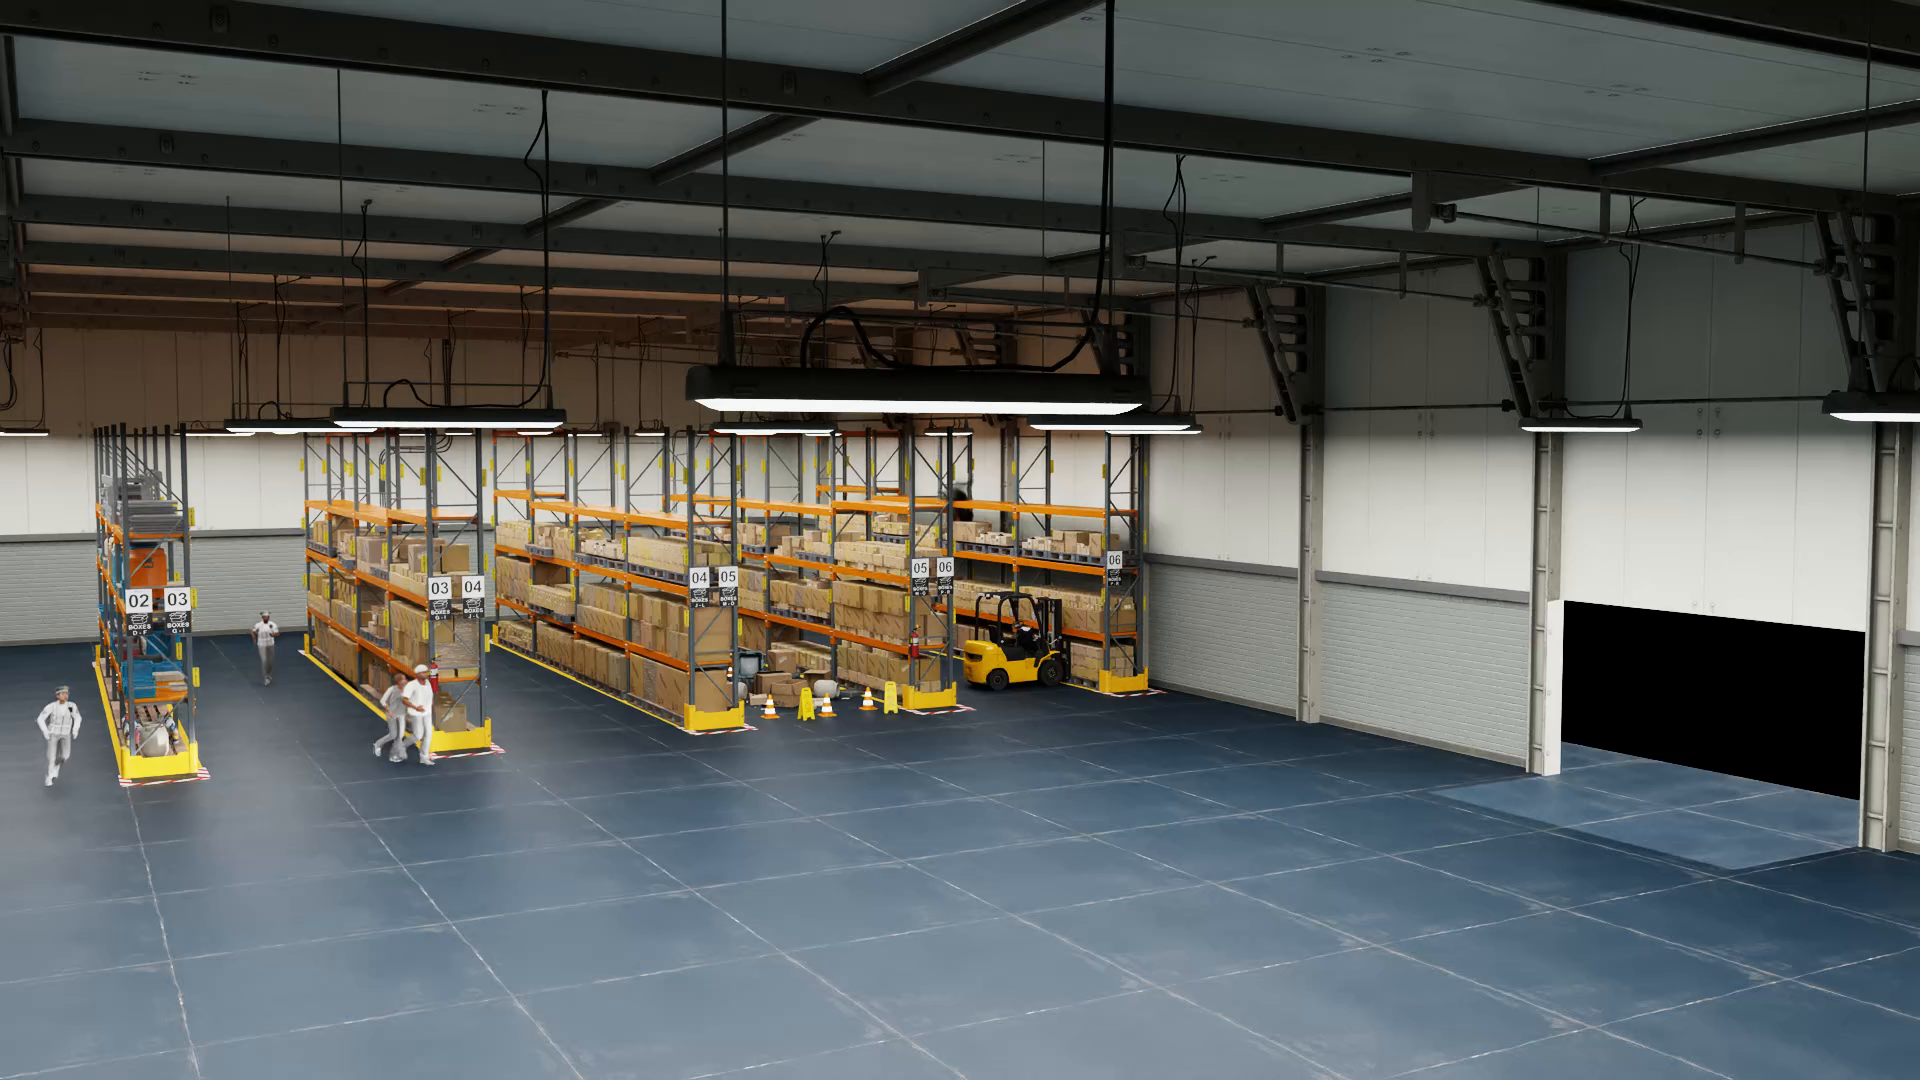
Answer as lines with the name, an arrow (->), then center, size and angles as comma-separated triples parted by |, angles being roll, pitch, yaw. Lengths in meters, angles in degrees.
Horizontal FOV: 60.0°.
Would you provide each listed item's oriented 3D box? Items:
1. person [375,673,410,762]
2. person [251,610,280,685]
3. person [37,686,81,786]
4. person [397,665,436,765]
person -> -10.090, 3.160, 29.732 | 0.578, 1.544, 0.585 | 2, 4, 33
person -> -16.272, 2.492, 39.007 | 0.571, 1.696, 0.931 | -2, 4, -33
person -> -14.950, 3.239, 27.644 | 0.675, 1.638, 0.489 | -3, 4, -39
person -> -9.578, 3.080, 29.414 | 0.772, 1.765, 0.728 | 2, 4, 27
